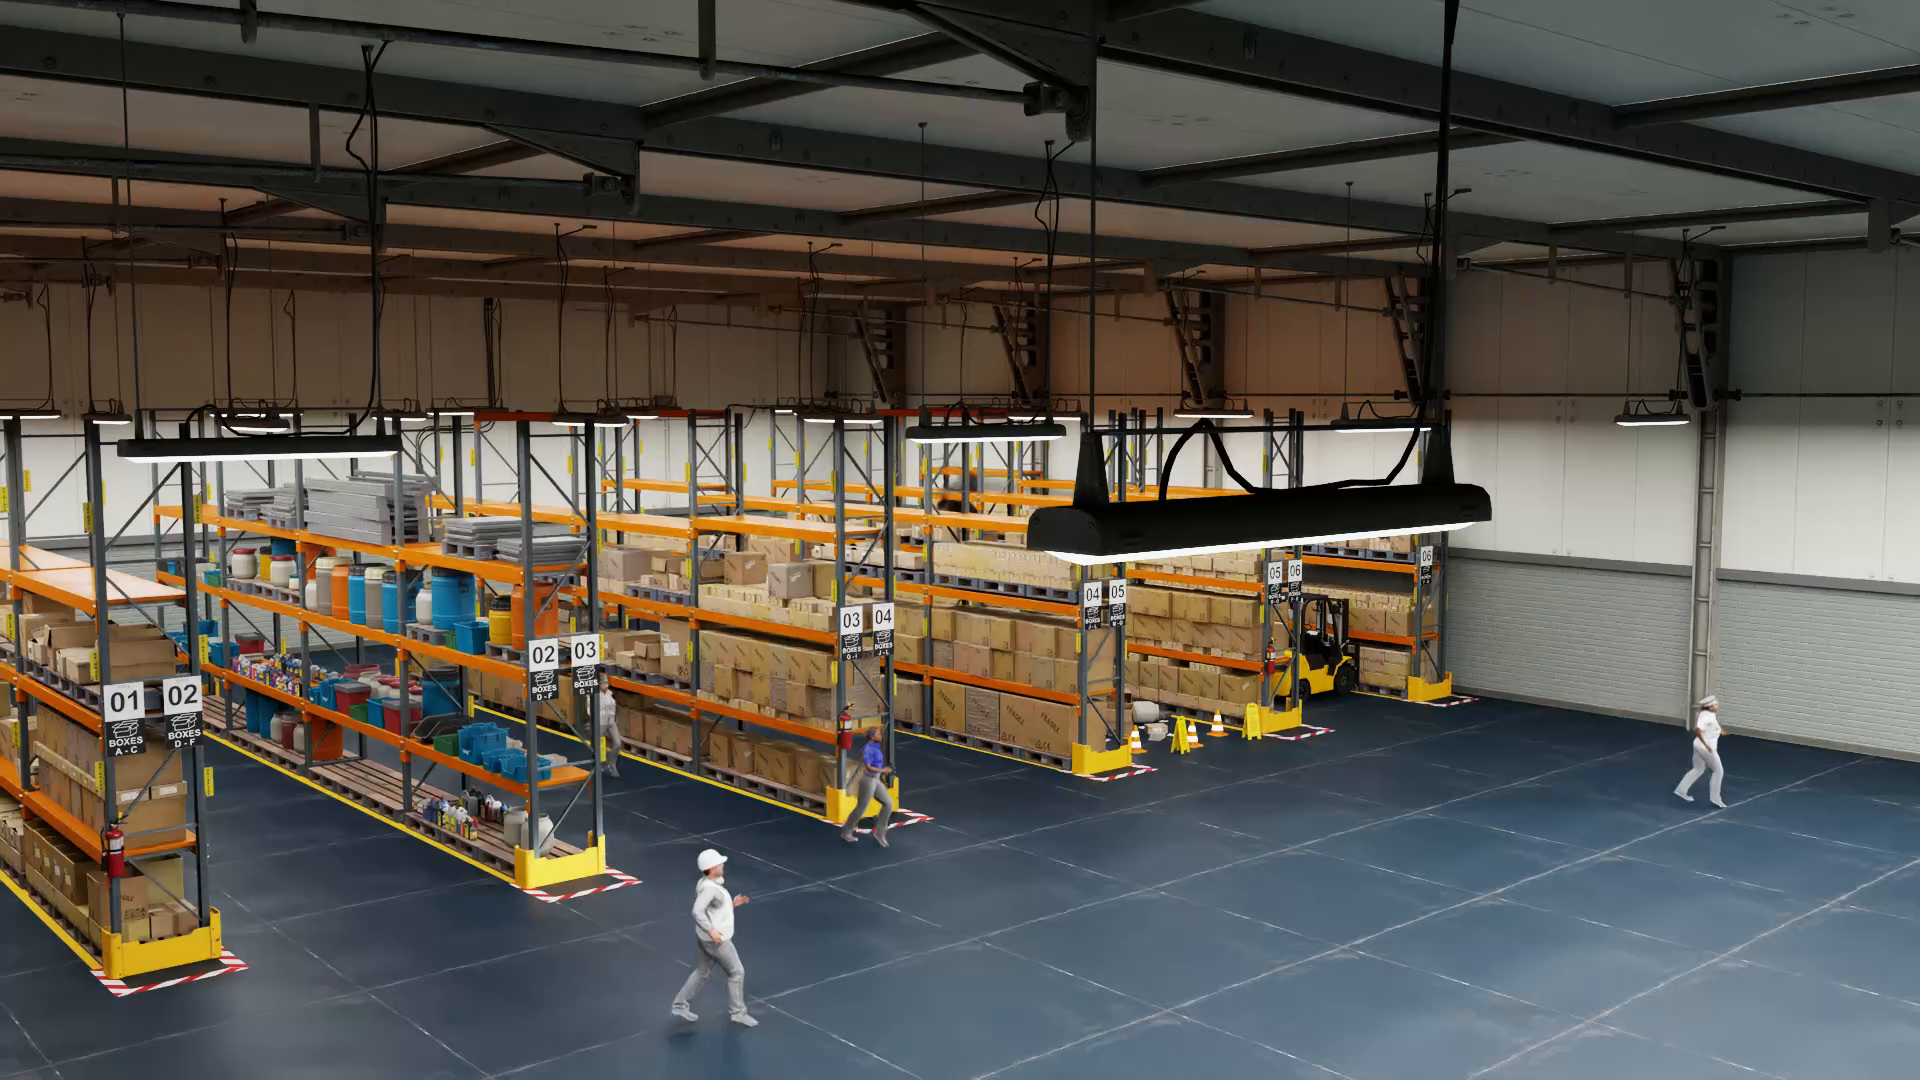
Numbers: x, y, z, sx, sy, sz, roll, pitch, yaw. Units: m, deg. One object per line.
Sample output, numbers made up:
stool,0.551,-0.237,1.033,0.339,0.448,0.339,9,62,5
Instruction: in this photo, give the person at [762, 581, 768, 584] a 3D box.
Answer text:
person,-5.446,1.556,44.300,1.046,1.752,0.767,-2,5,-23

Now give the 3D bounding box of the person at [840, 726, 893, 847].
person,-1.291,3.481,23.464,0.730,1.663,0.630,1,5,14

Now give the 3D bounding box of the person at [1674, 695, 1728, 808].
person,11.417,3.241,25.581,0.762,1.752,0.570,1,5,7

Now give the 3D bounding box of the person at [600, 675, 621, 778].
person,-5.874,3.082,27.515,0.590,1.740,0.726,-5,7,-44

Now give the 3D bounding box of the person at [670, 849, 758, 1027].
person,-2.459,3.979,16.569,0.850,1.815,0.636,-2,5,-22
